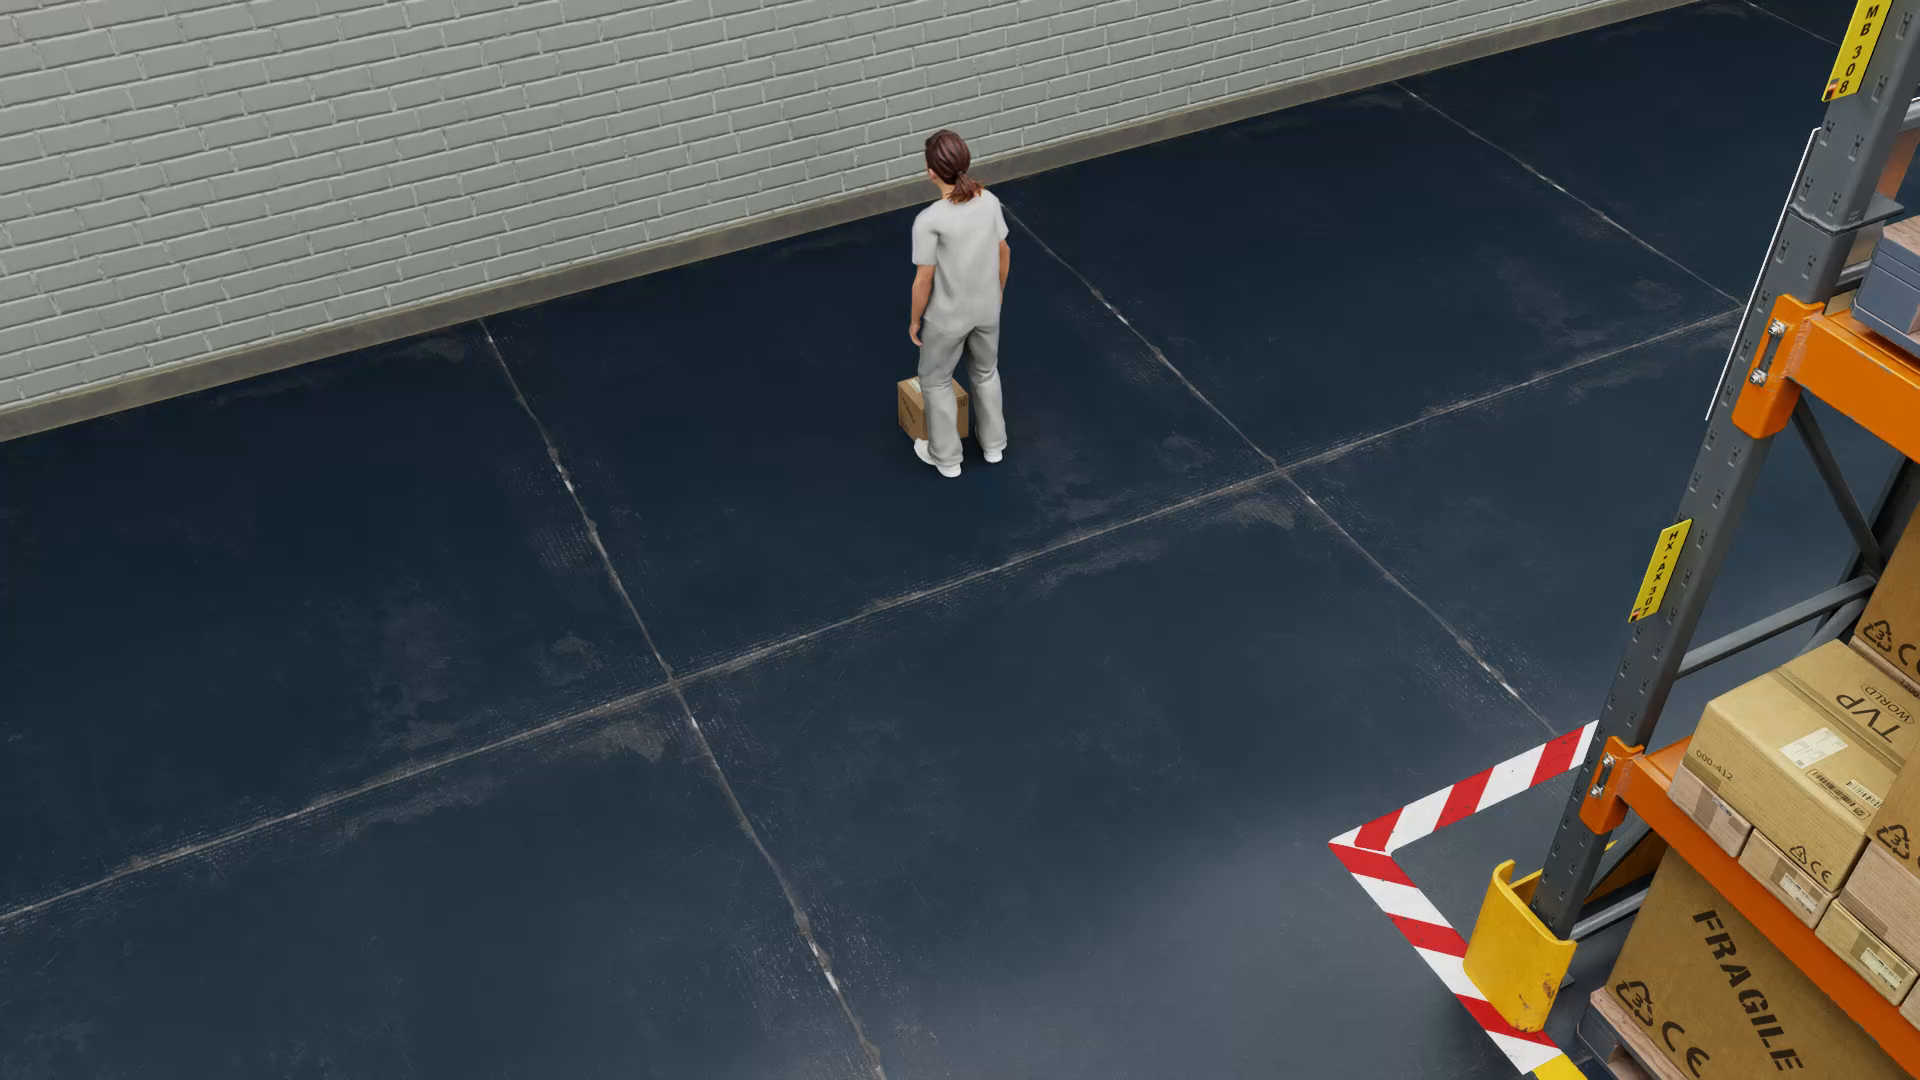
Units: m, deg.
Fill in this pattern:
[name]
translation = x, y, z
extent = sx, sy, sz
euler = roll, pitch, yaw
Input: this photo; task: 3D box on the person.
[person]
translation = -0.006, -1.012, 7.312
extent = 0.504, 1.666, 0.364
euler = -21, 46, -22
